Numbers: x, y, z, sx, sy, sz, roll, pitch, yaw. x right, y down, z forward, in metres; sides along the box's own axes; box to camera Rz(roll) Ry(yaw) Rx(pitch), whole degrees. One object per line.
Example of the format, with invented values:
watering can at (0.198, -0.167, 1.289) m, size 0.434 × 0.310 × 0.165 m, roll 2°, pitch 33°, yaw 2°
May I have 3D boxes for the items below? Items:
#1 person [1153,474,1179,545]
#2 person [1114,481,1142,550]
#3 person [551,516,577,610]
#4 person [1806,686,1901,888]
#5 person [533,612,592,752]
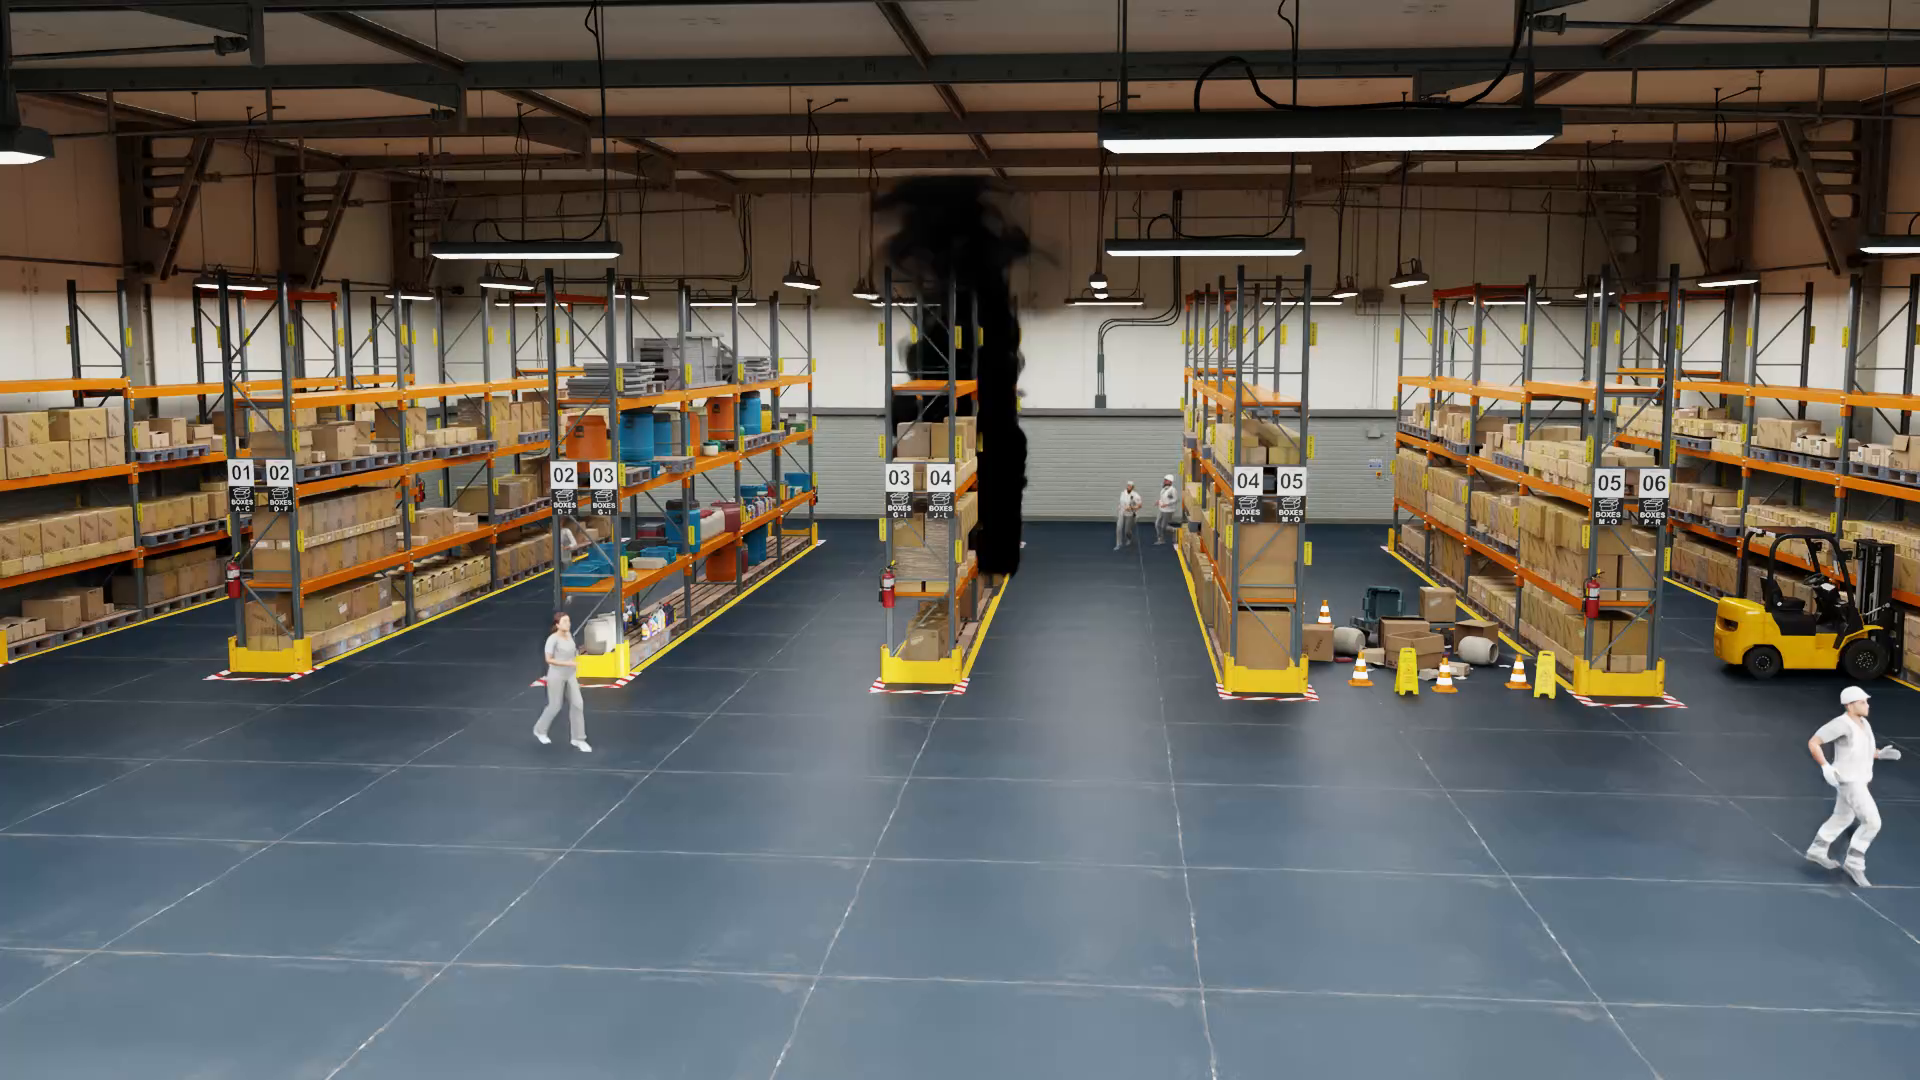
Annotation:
person at (5.070, -0.731, 40.307) m, size 0.679 × 1.729 × 0.694 m, roll -2°, pitch 7°, yaw -19°
person at (4.013, -0.577, 39.503) m, size 0.649 × 1.645 × 0.750 m, roll 4°, pitch 8°, yaw 32°
person at (-6.976, 0.381, 29.215) m, size 0.526 × 1.603 × 0.760 m, roll 1°, pitch 7°, yaw 8°
person at (8.231, 2.264, 15.338) m, size 0.646 × 1.839 × 0.758 m, roll -7°, pitch 10°, yaw -44°
person at (-4.868, 1.718, 20.280) m, size 0.819 × 1.717 × 0.584 m, roll 4°, pitch 8°, yaw 30°
